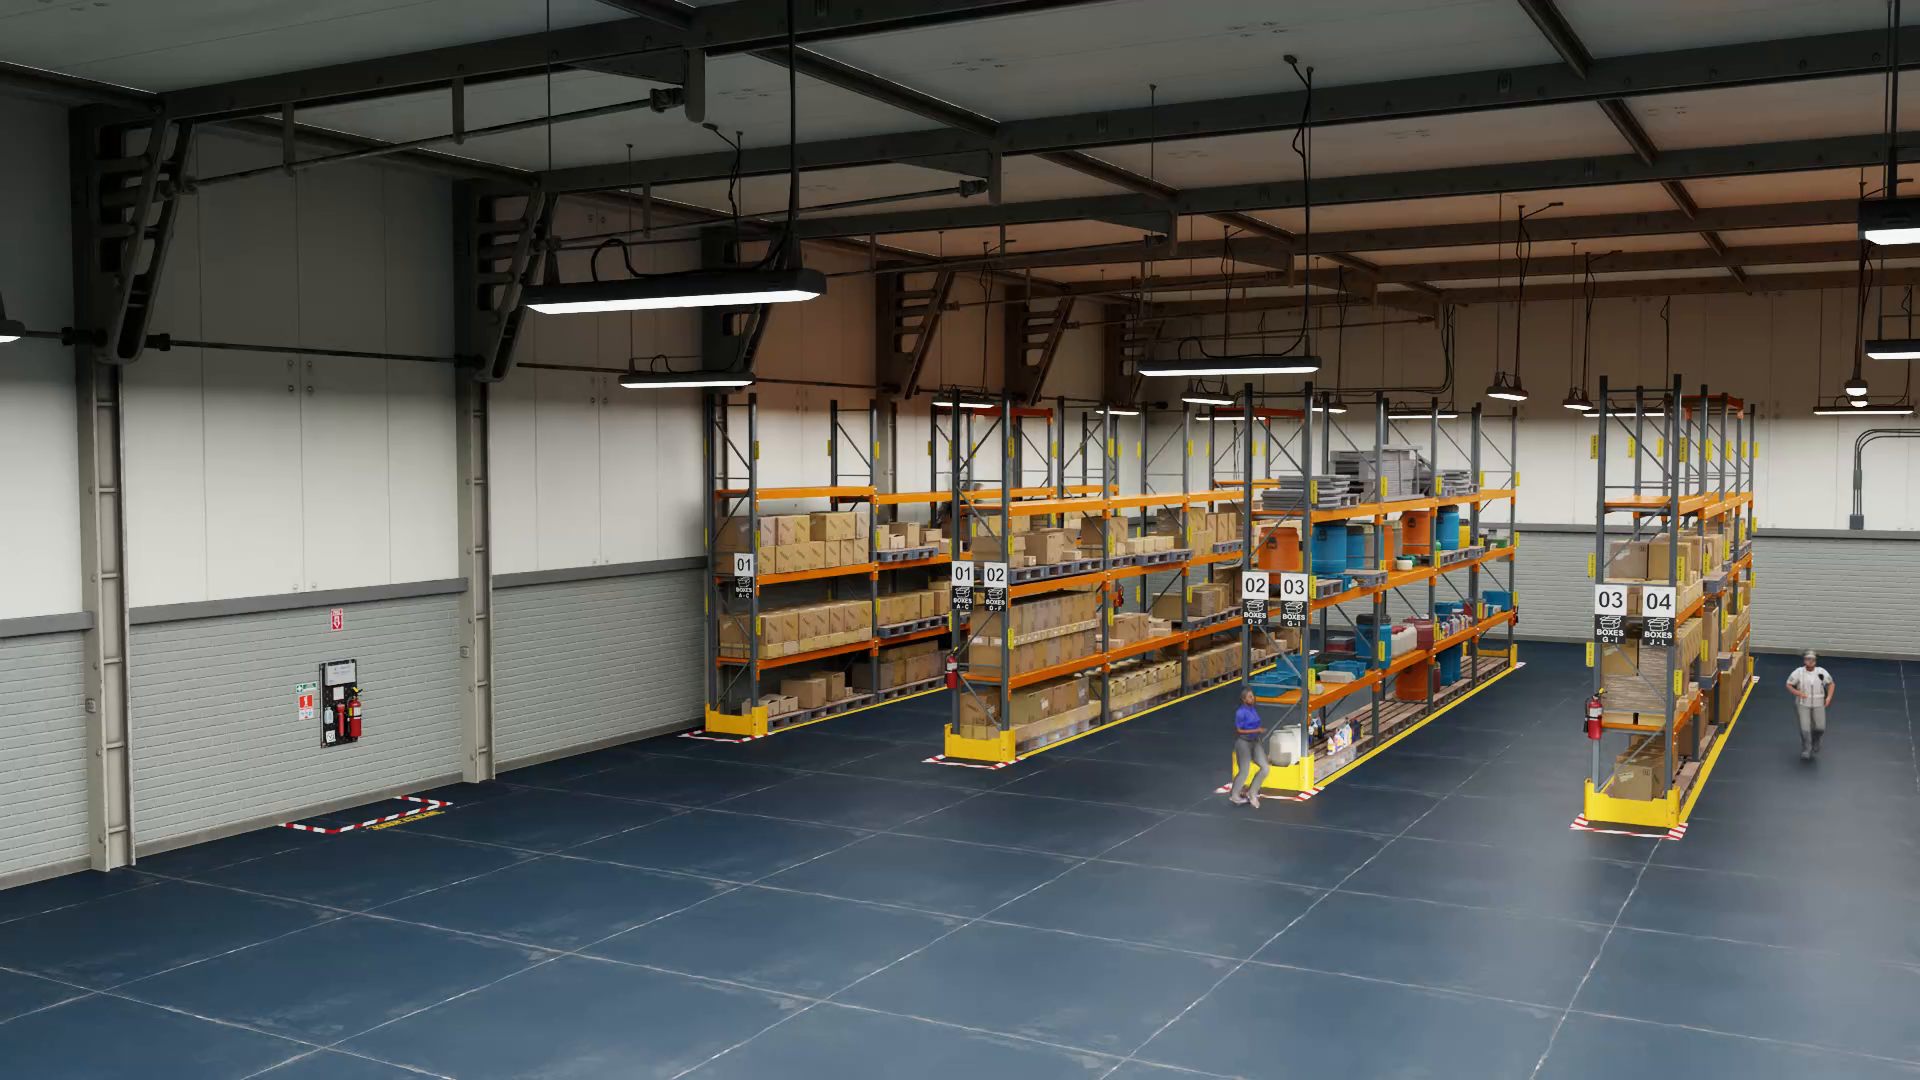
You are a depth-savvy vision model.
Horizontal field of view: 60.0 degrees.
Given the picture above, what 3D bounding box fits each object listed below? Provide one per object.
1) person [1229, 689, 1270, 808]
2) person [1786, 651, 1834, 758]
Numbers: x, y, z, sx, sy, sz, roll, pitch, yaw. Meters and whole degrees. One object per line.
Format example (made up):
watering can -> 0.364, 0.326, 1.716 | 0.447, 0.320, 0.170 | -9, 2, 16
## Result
person -> 4.071, 2.927, 23.286 | 0.554, 1.680, 0.664 | -3, 4, -42
person -> 13.810, 2.667, 26.991 | 0.728, 1.746, 0.544 | 1, 3, 19
